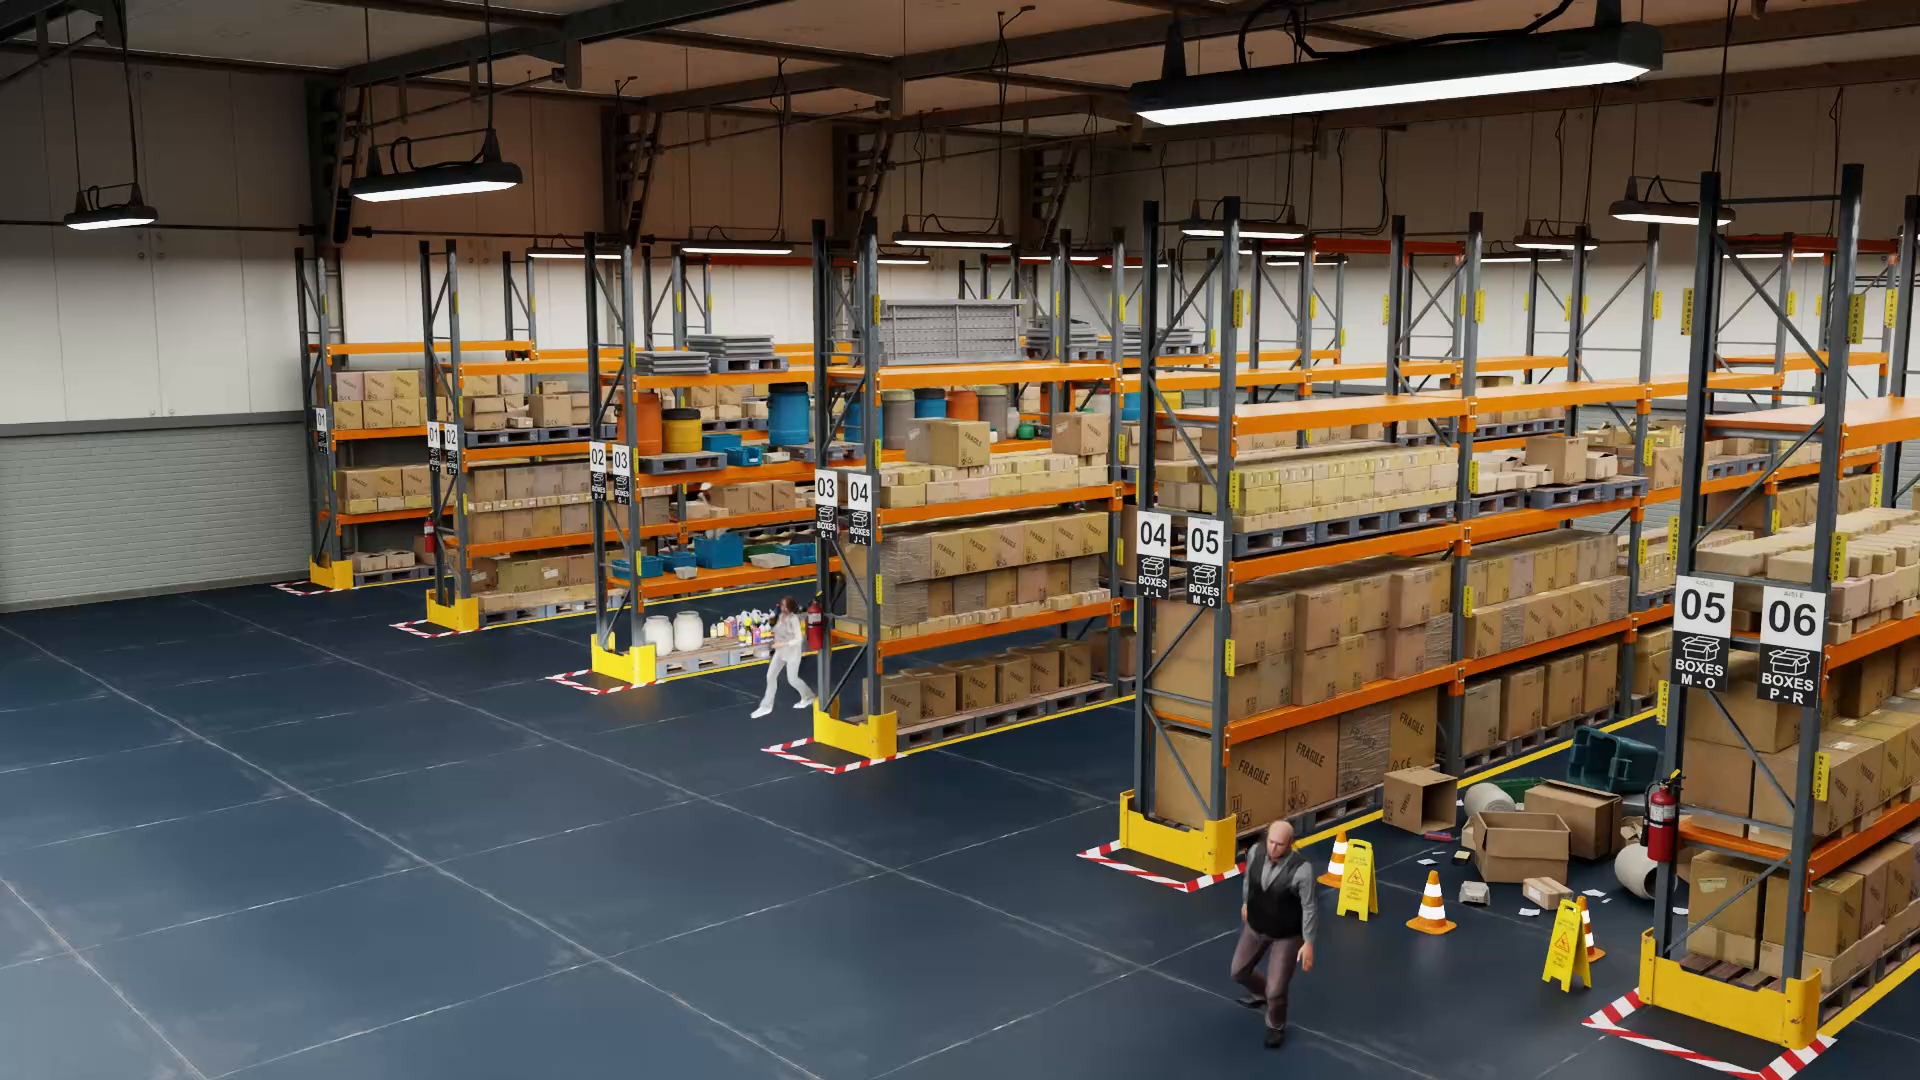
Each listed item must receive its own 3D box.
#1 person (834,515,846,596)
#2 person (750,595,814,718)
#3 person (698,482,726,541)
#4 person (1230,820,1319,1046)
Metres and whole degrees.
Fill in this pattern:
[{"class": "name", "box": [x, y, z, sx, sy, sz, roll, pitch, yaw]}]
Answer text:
[{"class": "person", "box": [-2.075, 0.085, 26.941, 0.672, 1.726, 0.715, 6, 10, 35]}, {"class": "person", "box": [-2.074, 1.417, 20.388, 0.801, 1.555, 0.671, -7, 11, -38]}, {"class": "person", "box": [-4.830, -0.360, 32.412, 0.699, 1.589, 0.844, 4, 9, 24]}, {"class": "person", "box": [2.196, 2.670, 11.543, 0.802, 1.643, 0.625, 7, 11, 41]}]
